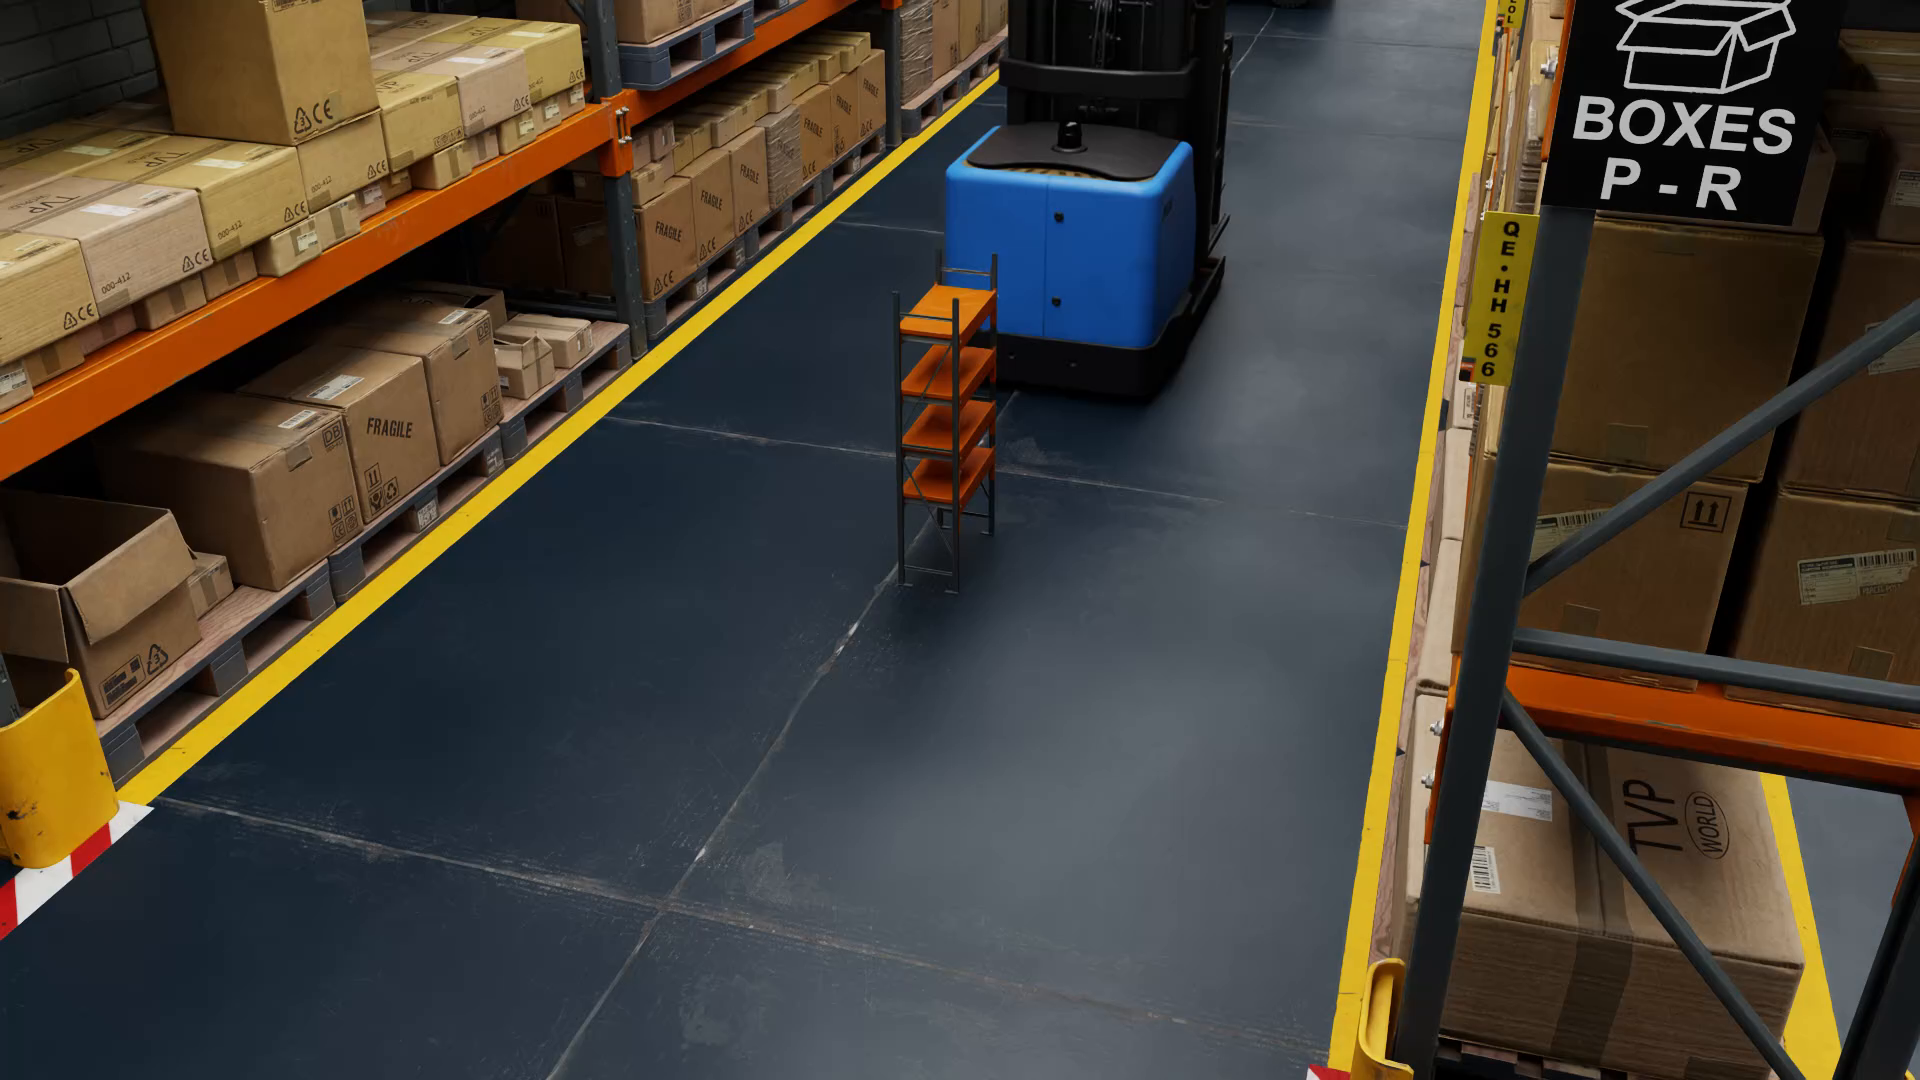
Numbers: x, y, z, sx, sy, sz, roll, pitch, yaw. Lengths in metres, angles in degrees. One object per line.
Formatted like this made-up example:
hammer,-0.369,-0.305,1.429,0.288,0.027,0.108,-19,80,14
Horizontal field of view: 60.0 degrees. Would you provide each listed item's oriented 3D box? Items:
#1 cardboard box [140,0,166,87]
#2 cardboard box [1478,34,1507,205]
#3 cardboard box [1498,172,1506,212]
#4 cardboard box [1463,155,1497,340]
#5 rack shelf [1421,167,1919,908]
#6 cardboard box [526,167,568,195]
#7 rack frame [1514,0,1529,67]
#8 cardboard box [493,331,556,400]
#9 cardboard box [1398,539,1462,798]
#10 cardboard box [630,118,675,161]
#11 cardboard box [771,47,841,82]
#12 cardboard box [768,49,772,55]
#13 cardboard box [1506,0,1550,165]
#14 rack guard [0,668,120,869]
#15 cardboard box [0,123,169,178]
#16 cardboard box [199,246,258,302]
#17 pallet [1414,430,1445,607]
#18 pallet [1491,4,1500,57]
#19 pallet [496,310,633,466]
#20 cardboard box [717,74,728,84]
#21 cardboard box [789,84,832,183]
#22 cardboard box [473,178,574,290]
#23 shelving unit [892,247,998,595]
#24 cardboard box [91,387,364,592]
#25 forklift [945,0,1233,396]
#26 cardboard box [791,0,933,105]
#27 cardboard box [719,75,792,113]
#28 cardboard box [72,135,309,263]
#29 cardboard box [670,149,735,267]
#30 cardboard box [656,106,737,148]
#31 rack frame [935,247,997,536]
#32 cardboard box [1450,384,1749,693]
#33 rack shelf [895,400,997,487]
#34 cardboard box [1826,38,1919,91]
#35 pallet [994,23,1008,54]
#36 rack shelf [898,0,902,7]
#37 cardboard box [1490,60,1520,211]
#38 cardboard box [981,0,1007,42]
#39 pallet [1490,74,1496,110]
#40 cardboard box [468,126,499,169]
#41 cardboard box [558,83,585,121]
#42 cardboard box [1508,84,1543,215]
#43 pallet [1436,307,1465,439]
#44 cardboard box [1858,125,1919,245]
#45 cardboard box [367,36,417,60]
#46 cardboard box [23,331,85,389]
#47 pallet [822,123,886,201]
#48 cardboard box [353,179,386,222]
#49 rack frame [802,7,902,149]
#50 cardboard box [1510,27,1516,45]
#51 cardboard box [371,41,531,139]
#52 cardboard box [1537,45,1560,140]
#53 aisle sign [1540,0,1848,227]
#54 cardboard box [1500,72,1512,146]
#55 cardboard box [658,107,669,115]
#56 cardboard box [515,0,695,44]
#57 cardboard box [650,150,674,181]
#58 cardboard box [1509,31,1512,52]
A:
cardboard box,-2.773,-2.042,6.413,0.500,0.500,0.500,8,30,13
cardboard box,3.557,-2.403,9.737,0.875,0.875,0.875,8,30,14
cardboard box,1.822,-0.758,4.924,0.500,0.500,0.500,9,30,16
cardboard box,2.770,-1.152,7.490,0.875,0.875,0.875,9,30,16
rack shelf,2.078,-0.354,5.041,1.077,0.370,4.000,8,30,15
cardboard box,-2.249,-1.891,8.536,0.380,0.149,0.250,7,30,13
rack frame,2.665,-1.598,6.537,1.000,3.000,0.127,8,30,15
cardboard box,-2.069,-0.826,7.530,0.396,0.266,0.258,10,30,17
cardboard box,1.850,0.450,5.060,0.875,0.438,0.875,9,30,16
cardboard box,-1.691,-2.065,8.543,0.380,0.149,0.250,7,30,12
cardboard box,-0.980,-3.025,10.574,0.380,0.149,0.250,7,30,13
cardboard box,-1.462,-3.220,10.926,0.380,0.149,0.250,9,30,16
cardboard box,1.978,-1.421,5.088,0.500,0.500,0.500,9,30,16
rack guard,-3.233,0.612,5.136,1.175,0.500,0.348,8,30,15
cardboard box,-3.072,-1.231,5.725,0.500,0.250,0.500,9,30,16
cardboard box,-2.617,-0.934,5.602,0.380,0.149,0.250,9,30,16
pallet,2.367,-0.037,6.599,1.003,0.211,1.213,8,30,15
pallet,5.176,-4.414,14.468,1.003,0.211,1.213,8,30,15
pallet,-2.284,-0.767,7.911,1.003,0.211,1.213,8,30,15
cardboard box,-1.657,-2.852,10.263,0.380,0.149,0.250,8,30,14
cardboard box,-1.134,-2.553,10.392,0.500,0.500,0.500,10,31,17
cardboard box,-2.220,-1.666,8.798,0.500,0.500,0.500,8,30,15
shelving unit,-0.049,-0.447,6.320,0.258,1.200,0.503,8,30,15
cardboard box,-2.697,-0.199,6.162,0.700,0.500,0.500,10,31,17
forklift,0.850,-2.658,8.513,1.130,2.935,3.031,9,30,15
cardboard box,-0.711,-3.597,12.141,0.875,0.625,0.625,9,30,16
cardboard box,-1.226,-2.660,9.918,0.380,0.149,0.250,7,30,12
cardboard box,-2.571,-1.153,5.585,0.500,0.250,0.500,8,30,14
cardboard box,-1.577,-1.837,9.106,0.500,0.500,0.500,8,30,14
cardboard box,-1.473,-2.309,9.286,0.380,0.149,0.250,8,30,15
rack frame,0.023,-0.561,6.524,0.240,1.200,0.015,8,30,15
cardboard box,1.379,-0.045,3.642,0.500,0.500,0.500,9,30,15
rack shelf,-0.049,-0.389,6.353,0.258,0.148,0.480,8,30,15
cardboard box,2.114,-0.990,3.645,0.380,0.149,0.250,8,30,13
pallet,0.088,-4.456,14.542,1.003,0.211,1.213,8,30,15
rack shelf,-0.320,-4.778,12.994,1.077,0.370,4.000,8,30,15
cardboard box,2.277,-1.461,6.188,0.500,0.500,0.500,9,30,17
cardboard box,-0.111,-4.564,13.880,0.875,0.625,0.625,8,30,14
pallet,4.430,-3.166,12.225,1.003,0.211,1.213,8,30,15
cardboard box,-2.145,-1.644,6.878,0.380,0.149,0.250,9,30,16
cardboard box,-1.933,-2.010,7.537,0.380,0.149,0.250,9,30,16
cardboard box,1.530,-0.725,3.836,0.500,0.500,0.500,9,30,15
pallet,2.819,-0.749,7.879,1.003,0.211,1.213,8,30,15
cardboard box,1.860,-0.629,2.996,0.380,0.149,0.250,9,30,16
cardboard box,-2.625,-1.943,7.006,0.500,0.250,0.500,8,30,14
cardboard box,-2.866,-0.574,4.955,0.380,0.149,0.250,9,30,16
pallet,-1.162,-2.603,11.212,1.003,0.211,1.213,8,30,15
cardboard box,-2.403,-1.296,6.252,0.380,0.149,0.250,8,30,15
rack frame,-0.907,-4.163,11.148,1.000,3.000,0.127,8,30,15
cardboard box,2.848,-2.465,7.736,0.500,0.250,0.500,9,30,16
cardboard box,-2.130,-1.862,6.861,0.500,0.250,0.500,9,30,15
cardboard box,1.452,-0.952,3.577,0.380,0.149,0.250,8,30,14
aisle sign,1.173,-0.886,2.583,0.394,0.787,0.004,8,30,15
cardboard box,2.556,-1.777,7.013,0.500,0.250,0.500,8,30,14
cardboard box,-1.910,-2.499,9.628,0.380,0.149,0.250,9,30,16
cardboard box,-1.725,-2.724,8.027,0.700,0.500,0.500,9,30,16
cardboard box,-1.714,-1.948,8.637,0.380,0.149,0.250,8,30,13
cardboard box,3.161,-2.716,8.700,0.500,0.250,0.500,9,30,17
